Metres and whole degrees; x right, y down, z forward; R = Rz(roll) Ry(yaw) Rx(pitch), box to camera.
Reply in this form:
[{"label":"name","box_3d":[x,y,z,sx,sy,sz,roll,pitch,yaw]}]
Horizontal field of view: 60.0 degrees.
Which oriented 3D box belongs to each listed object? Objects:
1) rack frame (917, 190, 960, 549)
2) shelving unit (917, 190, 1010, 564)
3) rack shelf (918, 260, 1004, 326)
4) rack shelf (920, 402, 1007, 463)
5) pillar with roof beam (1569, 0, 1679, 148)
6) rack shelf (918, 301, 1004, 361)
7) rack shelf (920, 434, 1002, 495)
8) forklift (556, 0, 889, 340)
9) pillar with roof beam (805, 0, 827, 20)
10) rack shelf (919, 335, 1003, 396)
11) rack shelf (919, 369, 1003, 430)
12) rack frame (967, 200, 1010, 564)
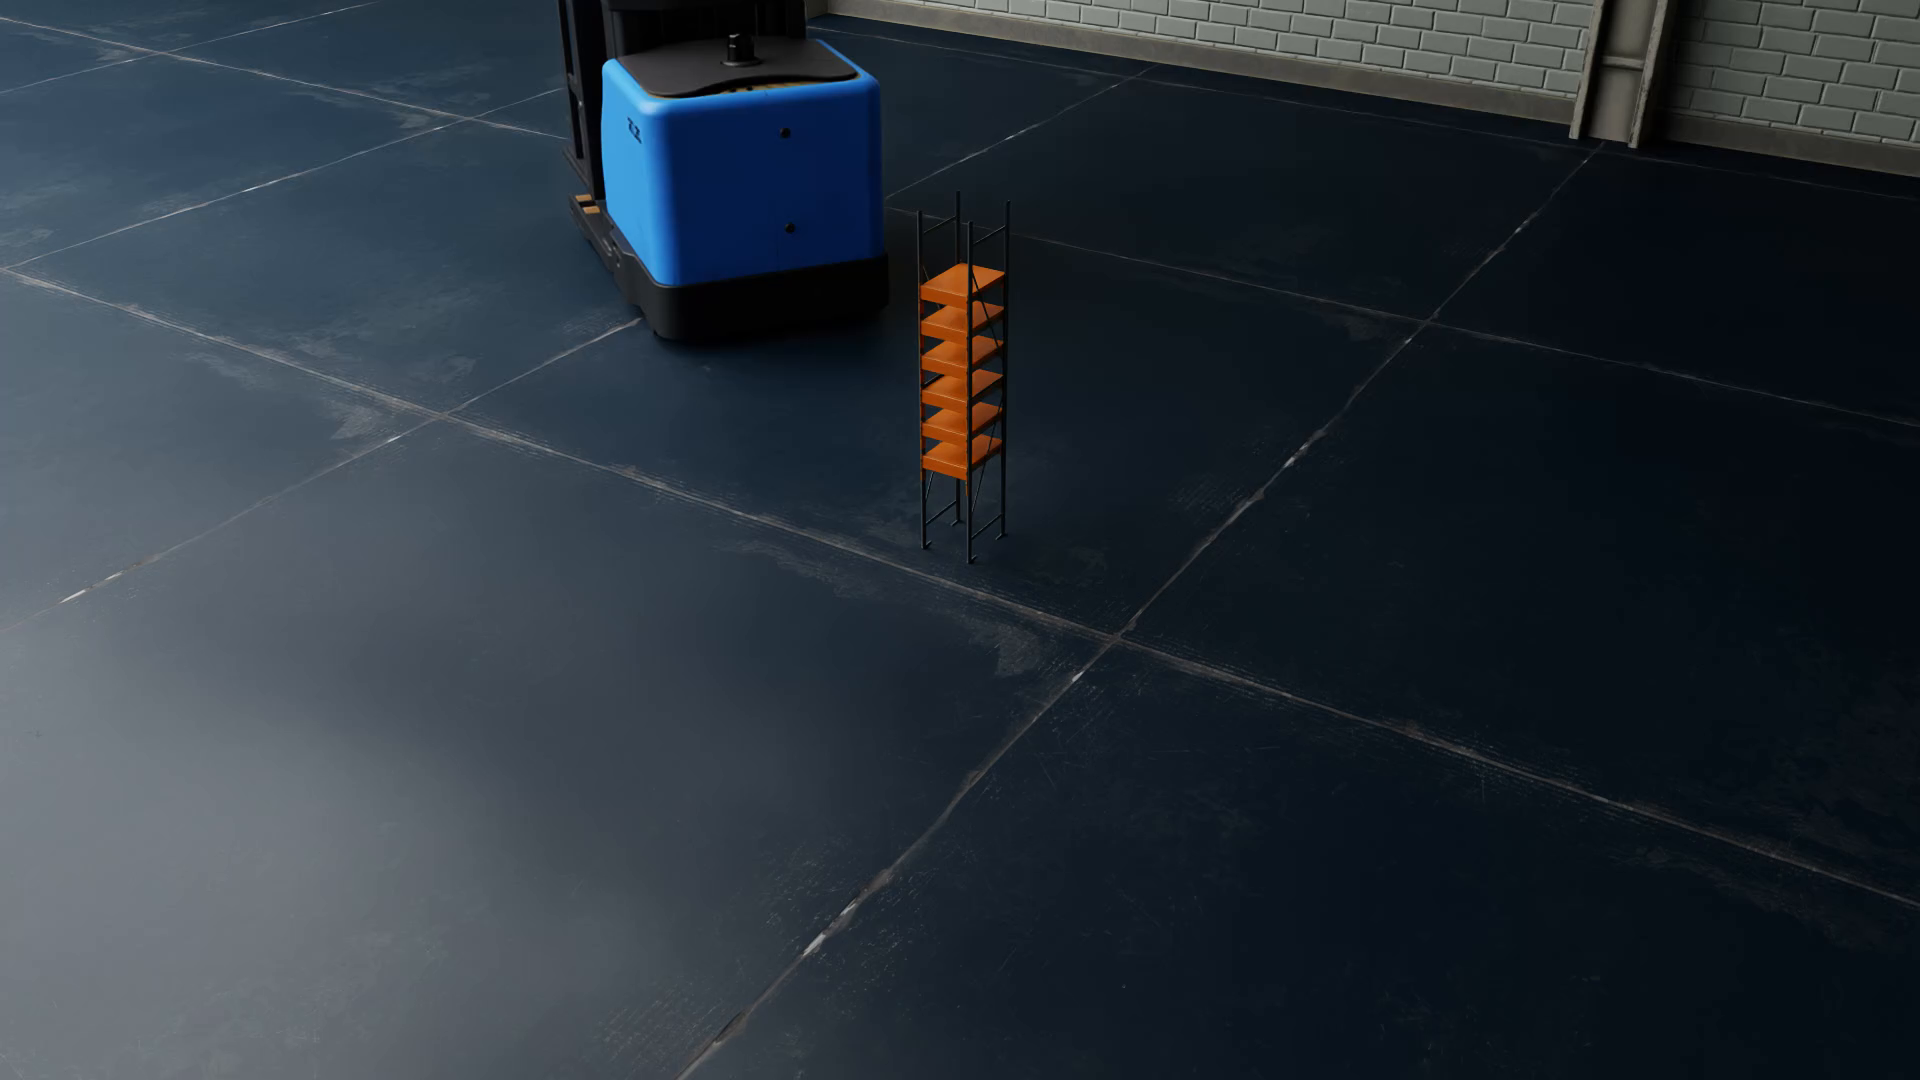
[{"label":"rack frame","box_3d":[-0.065,-0.539,5.483,0.006,1.200,0.240,18,35,27]},{"label":"shelving unit","box_3d":[0.012,-0.514,5.441,0.189,1.200,0.258,18,35,27]},{"label":"rack shelf","box_3d":[0.012,-0.787,5.282,0.180,0.103,0.258,18,35,27]},{"label":"rack shelf","box_3d":[0.012,-0.372,5.524,0.180,0.103,0.258,18,35,27]},{"label":"pillar with roof beam","box_3d":[1.555,-4.437,4.426,0.400,9.000,9.100,18,35,27]},{"label":"rack shelf","box_3d":[0.012,-0.683,5.342,0.180,0.103,0.258,18,35,27]},{"label":"rack shelf","box_3d":[0.012,-0.269,5.584,0.180,0.103,0.258,18,35,27]},{"label":"forklift","box_3d":[-1.346,-2.842,7.713,1.130,2.935,3.031,-12,32,-19]},{"label":"pillar with roof beam","box_3d":[-3.526,-6.045,7.181,0.400,9.000,9.100,18,35,27]},{"label":"rack shelf","box_3d":[0.012,-0.580,5.403,0.180,0.103,0.258,18,35,27]},{"label":"rack shelf","box_3d":[0.012,-0.476,5.463,0.180,0.103,0.258,18,35,27]},{"label":"rack frame","box_3d":[0.090,-0.490,5.399,0.006,1.200,0.240,18,35,27]}]
